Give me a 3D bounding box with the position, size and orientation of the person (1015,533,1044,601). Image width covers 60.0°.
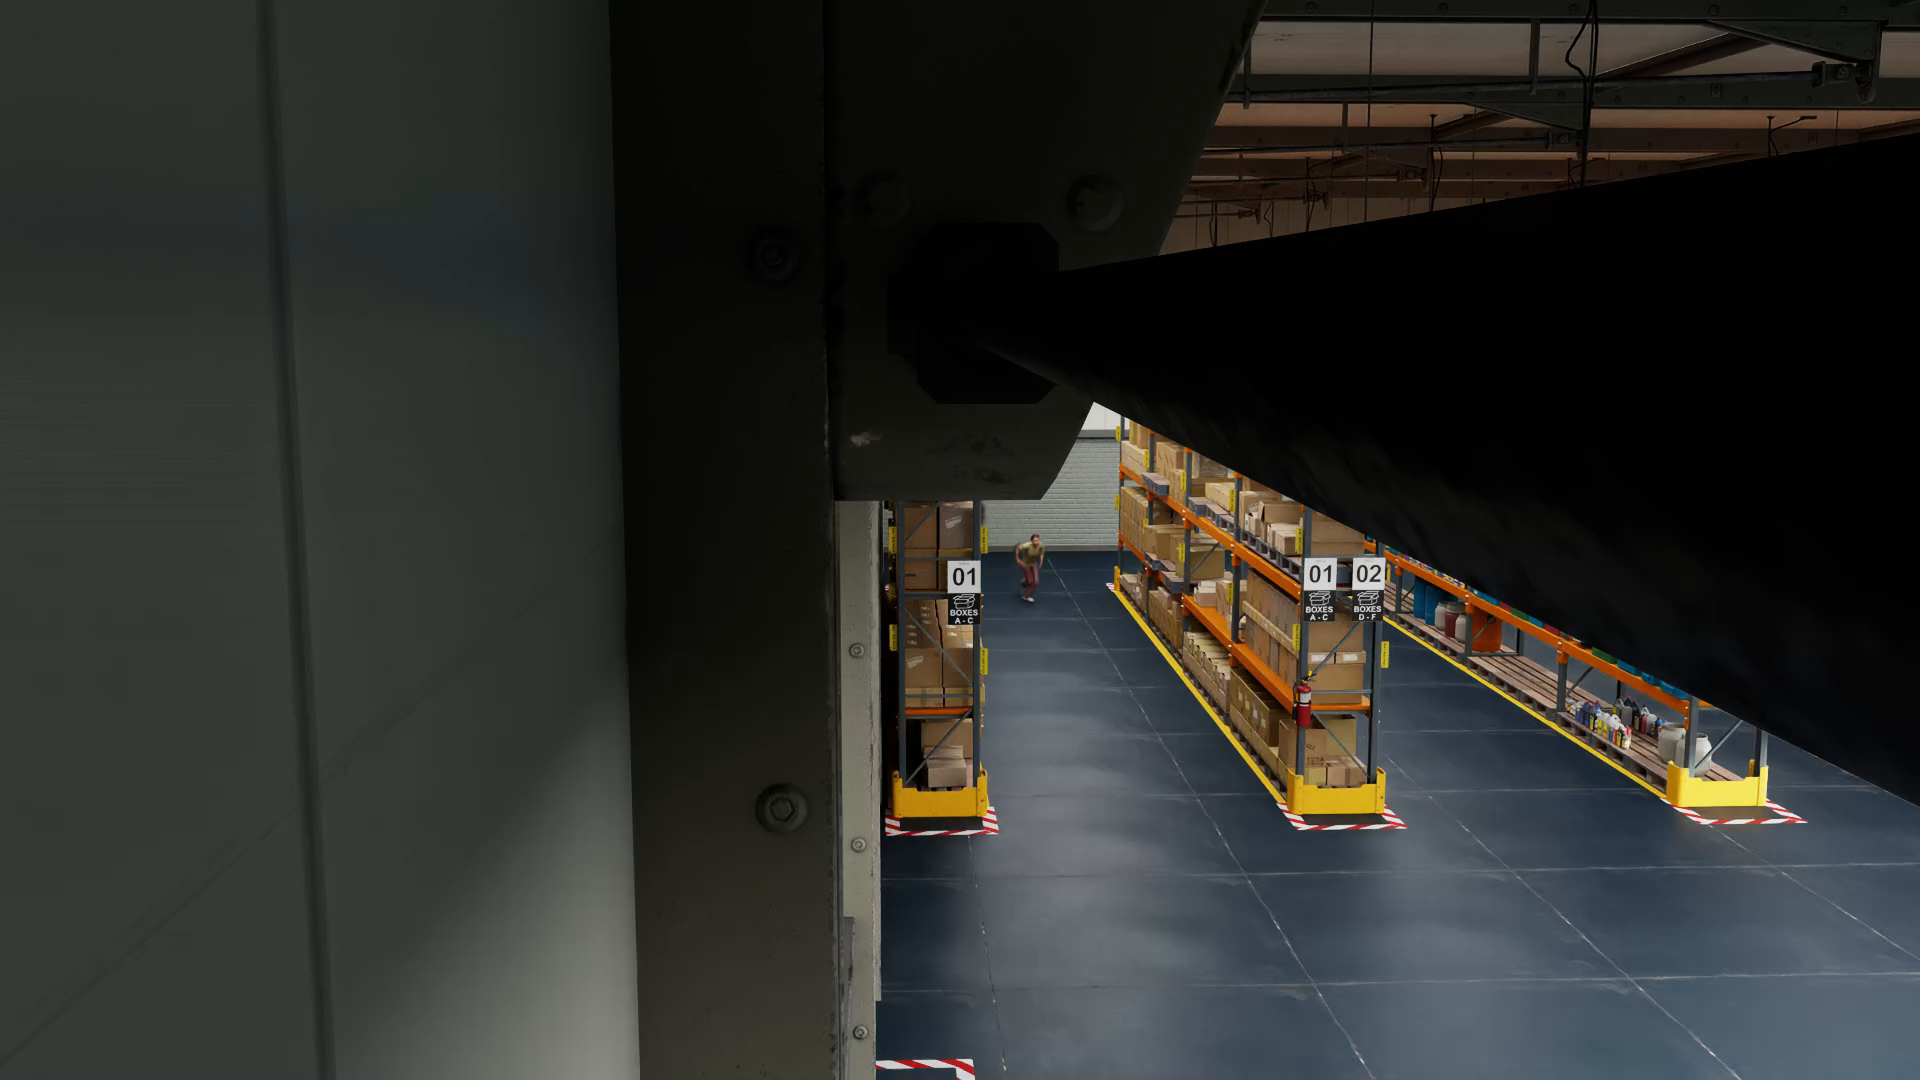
[{"bbox_3d":[1.449,0.568,35.052,0.596,1.491,0.789,-3,9,-21],"label":"person"}]

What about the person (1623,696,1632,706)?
[{"bbox_3d":[12.444,0.033,32.150,26.505,3.382,11.573,-8,11,-43],"label":"person"}]
